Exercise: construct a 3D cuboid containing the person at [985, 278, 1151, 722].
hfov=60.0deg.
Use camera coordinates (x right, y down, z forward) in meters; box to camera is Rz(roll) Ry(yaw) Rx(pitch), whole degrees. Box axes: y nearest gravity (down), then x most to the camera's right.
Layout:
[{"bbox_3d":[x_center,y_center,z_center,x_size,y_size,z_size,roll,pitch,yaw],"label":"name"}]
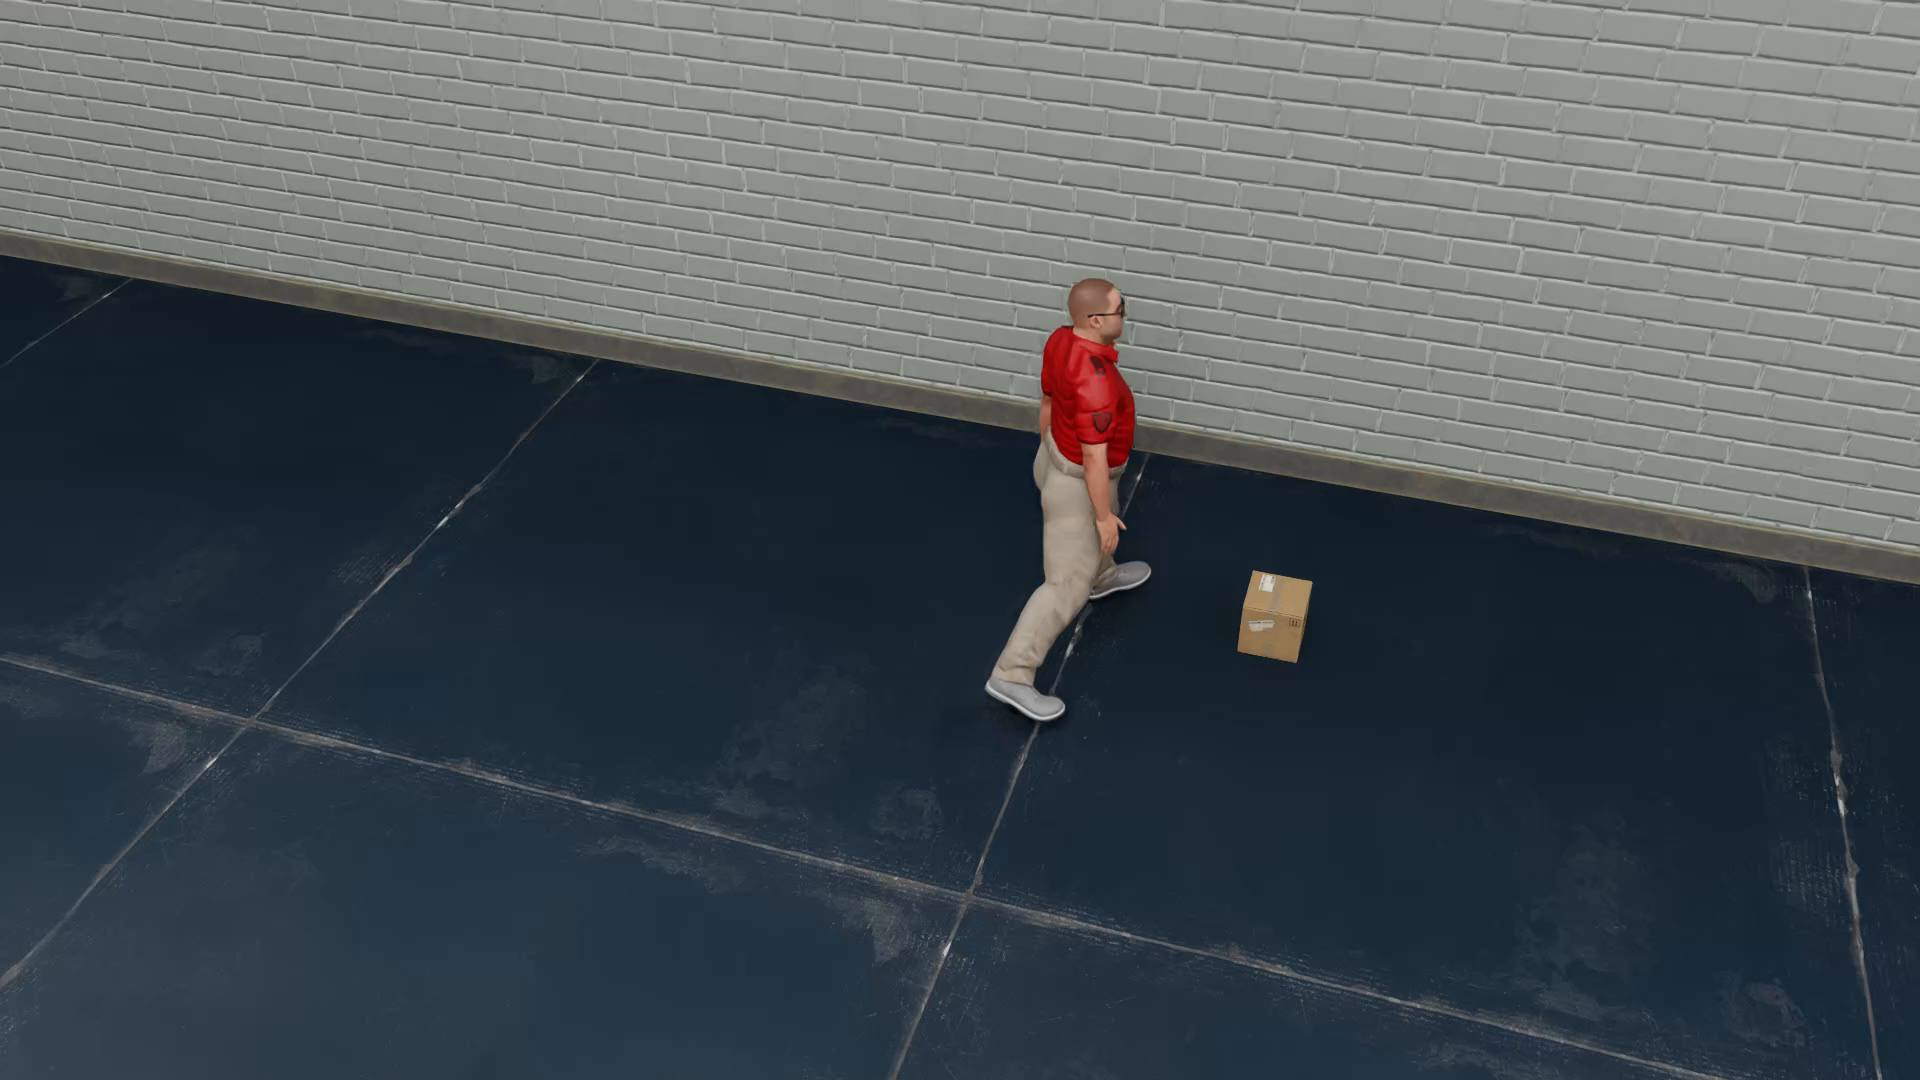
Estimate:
[{"bbox_3d":[0.479,-0.210,6.466,0.901,1.677,0.914,-7,37,-9],"label":"person"}]
